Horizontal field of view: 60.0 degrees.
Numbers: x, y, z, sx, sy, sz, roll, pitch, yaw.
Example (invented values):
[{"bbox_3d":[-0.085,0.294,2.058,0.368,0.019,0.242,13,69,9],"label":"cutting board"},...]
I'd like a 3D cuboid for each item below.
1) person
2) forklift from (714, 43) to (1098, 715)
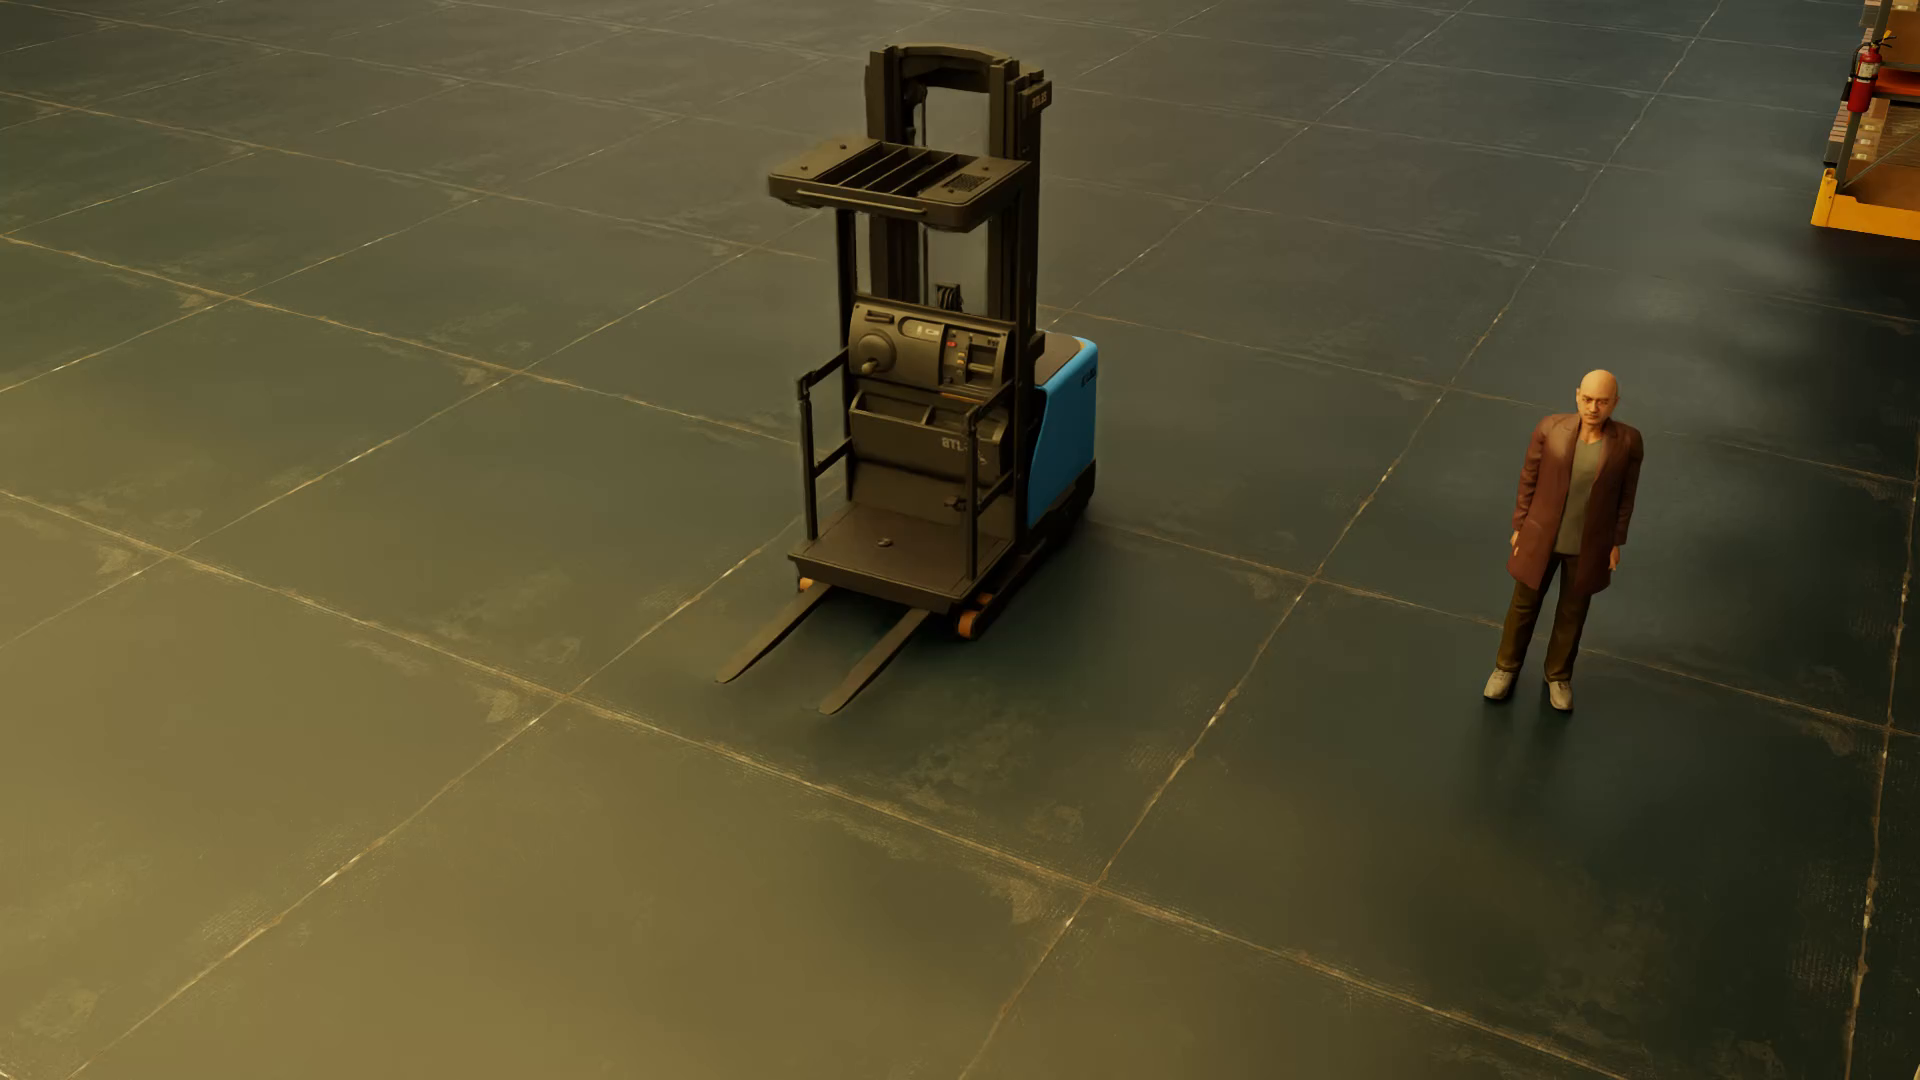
[{"bbox_3d":[2.996,0.011,8.202,0.547,1.782,0.389,9,31,15],"label":"person"},{"bbox_3d":[-0.266,-0.979,8.766,1.130,2.935,3.031,14,33,22],"label":"forklift"}]
